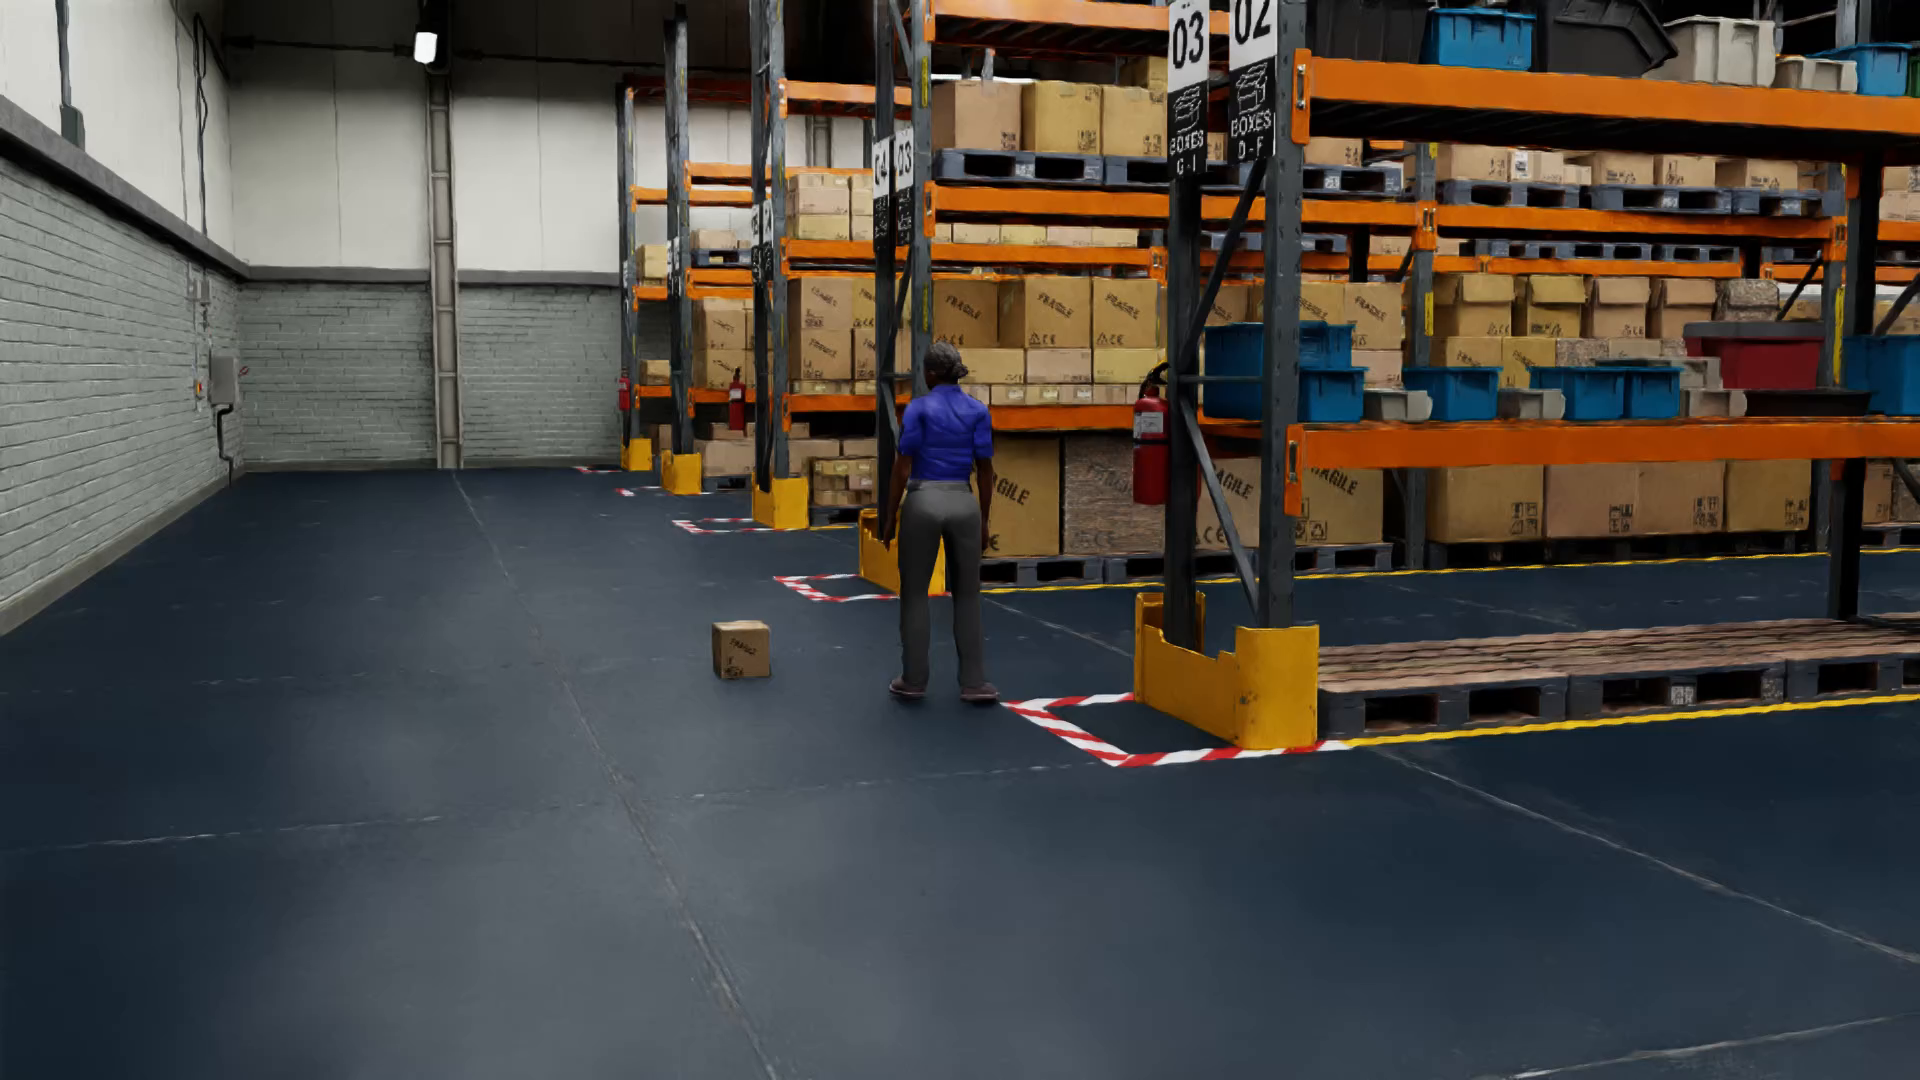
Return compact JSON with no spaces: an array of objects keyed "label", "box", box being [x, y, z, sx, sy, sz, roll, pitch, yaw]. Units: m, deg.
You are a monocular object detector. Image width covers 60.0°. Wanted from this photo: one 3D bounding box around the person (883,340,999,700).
[{"label":"person","box":[-0.085,-0.087,7.696,0.542,1.663,0.406,-1,6,-13]}]
